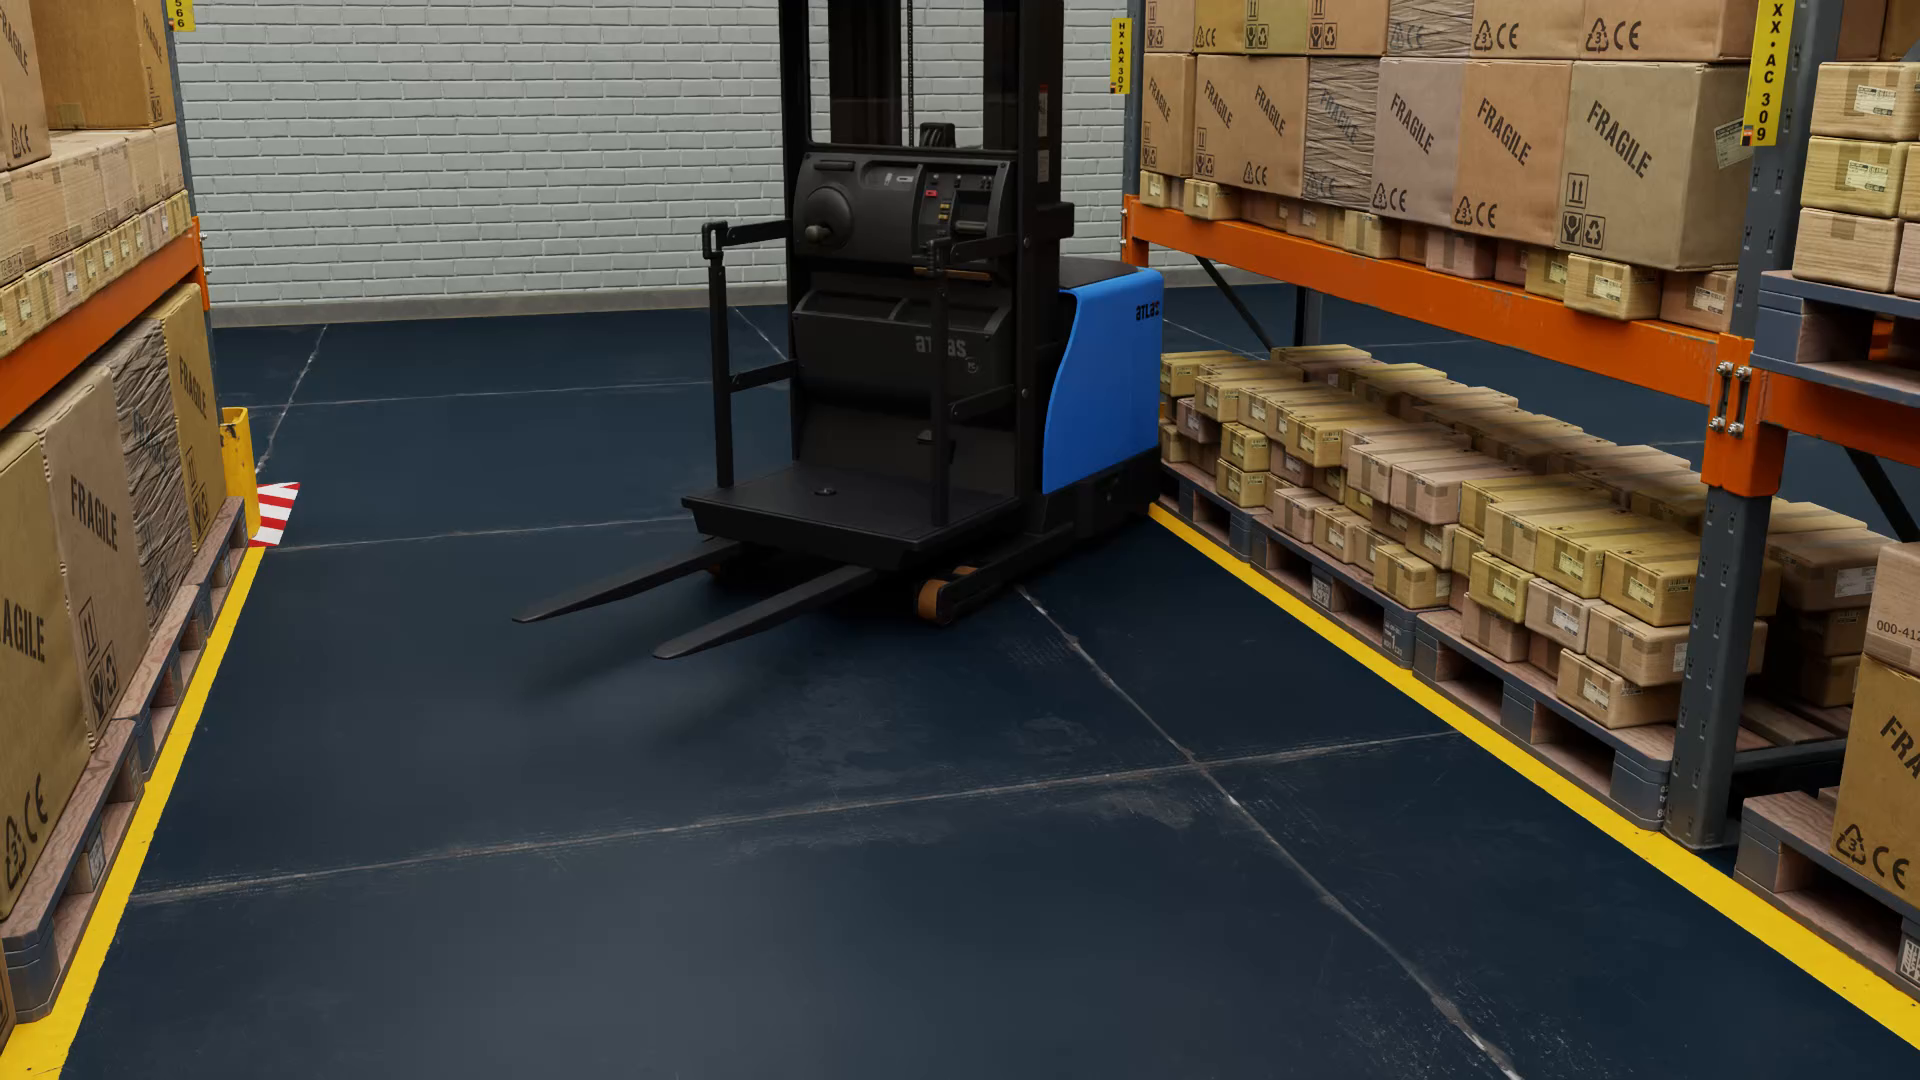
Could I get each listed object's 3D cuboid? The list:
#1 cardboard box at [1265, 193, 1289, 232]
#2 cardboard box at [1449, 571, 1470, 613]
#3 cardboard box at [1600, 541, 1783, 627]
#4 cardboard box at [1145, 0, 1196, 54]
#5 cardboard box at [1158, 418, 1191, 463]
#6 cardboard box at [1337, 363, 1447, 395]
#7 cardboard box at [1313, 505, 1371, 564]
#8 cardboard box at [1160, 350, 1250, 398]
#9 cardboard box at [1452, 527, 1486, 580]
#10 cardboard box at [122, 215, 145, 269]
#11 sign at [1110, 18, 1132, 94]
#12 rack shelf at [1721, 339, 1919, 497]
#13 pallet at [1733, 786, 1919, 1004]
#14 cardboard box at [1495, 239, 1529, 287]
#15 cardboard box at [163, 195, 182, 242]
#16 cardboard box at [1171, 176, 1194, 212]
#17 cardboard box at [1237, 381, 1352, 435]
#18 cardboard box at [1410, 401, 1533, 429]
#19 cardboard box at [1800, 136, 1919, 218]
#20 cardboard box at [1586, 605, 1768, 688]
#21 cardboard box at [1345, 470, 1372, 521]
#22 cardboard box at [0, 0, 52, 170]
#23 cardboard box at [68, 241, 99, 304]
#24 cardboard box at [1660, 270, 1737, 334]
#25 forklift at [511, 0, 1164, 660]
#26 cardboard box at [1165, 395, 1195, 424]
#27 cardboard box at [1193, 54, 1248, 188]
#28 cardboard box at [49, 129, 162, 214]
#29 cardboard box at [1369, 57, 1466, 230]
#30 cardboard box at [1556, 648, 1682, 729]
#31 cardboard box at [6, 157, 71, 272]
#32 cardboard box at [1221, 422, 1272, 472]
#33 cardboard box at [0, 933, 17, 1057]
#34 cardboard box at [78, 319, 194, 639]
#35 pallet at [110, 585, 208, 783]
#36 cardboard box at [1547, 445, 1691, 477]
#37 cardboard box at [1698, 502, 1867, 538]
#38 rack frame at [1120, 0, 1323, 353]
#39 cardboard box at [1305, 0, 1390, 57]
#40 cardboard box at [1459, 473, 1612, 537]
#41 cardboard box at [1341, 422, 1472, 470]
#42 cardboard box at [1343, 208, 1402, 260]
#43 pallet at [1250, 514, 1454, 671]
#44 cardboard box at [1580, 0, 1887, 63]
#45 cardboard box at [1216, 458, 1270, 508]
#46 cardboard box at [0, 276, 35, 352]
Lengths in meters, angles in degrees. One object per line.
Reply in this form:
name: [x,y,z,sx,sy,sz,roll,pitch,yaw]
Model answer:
cardboard box: [1.404,-1.273,6.414,0.380,0.149,0.250,-5,17,-16]
cardboard box: [1.827,0.167,5.407,0.380,0.149,0.250,-5,17,-17]
cardboard box: [1.996,0.115,4.547,0.380,0.149,0.250,-4,17,-14]
cardboard box: [1.112,-2.317,7.023,0.500,0.500,0.500,-5,17,-16]
cardboard box: [1.081,-0.458,7.490,0.380,0.149,0.250,-4,17,-14]
cardboard box: [1.841,-0.652,7.099,0.380,0.149,0.250,-5,17,-16]
cardboard box: [1.519,-0.032,6.069,0.380,0.149,0.250,-5,17,-15]
cardboard box: [1.062,-0.742,7.399,0.380,0.149,0.250,-6,18,-18]
cardboard box: [1.800,0.050,5.281,0.380,0.149,0.250,-5,17,-15]
cardboard box: [-2.856,-0.954,5.349,0.380,0.149,0.250,-5,17,-16]
sign: [0.723,-2.165,7.439,0.100,0.325,0.005,-5,17,-15]
rack shelf: [2.893,0.211,2.285,1.077,0.370,4.000,-5,17,-15]
pallet: [2.559,0.864,3.708,1.003,0.211,1.213,-5,17,-15]
cardboard box: [1.844,-0.845,4.987,0.380,0.149,0.250,-5,17,-17]
cardboard box: [-3.065,-1.164,6.050,0.380,0.149,0.250,-5,17,-15]
cardboard box: [1.128,-1.490,7.135,0.380,0.149,0.250,-4,17,-13]
cardboard box: [1.347,-0.533,6.705,0.380,0.149,0.250,-6,18,-18]
cardboard box: [1.944,-0.423,6.339,0.380,0.149,0.250,-5,18,-17]
cardboard box: [2.010,-0.764,3.473,0.380,0.149,0.250,-4,17,-14]
cardboard box: [1.951,0.273,4.537,0.380,0.149,0.250,-4,17,-14]
cardboard box: [1.624,-0.172,6.020,0.380,0.149,0.250,-4,17,-13]
cardboard box: [-2.614,-1.185,4.124,0.500,0.500,0.500,-5,18,-17]
cardboard box: [-2.645,-0.741,4.642,0.380,0.149,0.250,-5,17,-17]
cardboard box: [2.040,-0.627,4.261,0.380,0.149,0.250,-5,17,-16]
forklift: [-0.342,-1.252,6.025,1.130,2.935,3.031,11,20,31]
cardboard box: [1.141,-0.606,7.464,0.380,0.149,0.250,-4,17,-13]
cardboard box: [1.274,-1.691,6.677,0.500,0.500,0.500,-5,17,-15]
cardboard box: [-3.025,-1.246,5.630,0.500,0.250,0.500,-5,17,-16]
cardboard box: [1.662,-1.270,5.274,0.500,0.500,0.500,-5,17,-16]
cardboard box: [1.908,0.396,4.645,0.380,0.149,0.250,-4,17,-15]
cardboard box: [-2.610,-0.824,4.226,0.500,0.250,0.500,-4,17,-14]
cardboard box: [1.281,-0.385,6.730,0.380,0.149,0.250,-4,17,-14]
cardboard box: [-2.258,0.670,2.472,1.225,0.875,0.875,-5,17,-15]
cardboard box: [-3.050,-0.190,5.333,0.875,0.875,0.875,-5,17,-15]
pallet: [-2.926,0.459,5.059,1.003,0.211,1.213,-5,17,-15]
cardboard box: [2.228,-0.213,5.639,0.380,0.149,0.250,-4,17,-14]
cardboard box: [2.429,0.000,4.929,0.380,0.149,0.250,-4,17,-13]
rack frame: [1.244,-1.793,7.707,1.000,3.000,0.127,-5,17,-15]
cardboard box: [1.522,-1.892,5.606,0.500,0.500,0.500,-5,18,-17]
cardboard box: [1.816,-0.099,5.258,0.380,0.149,0.250,-4,17,-13]
cardboard box: [1.603,-0.317,5.986,0.380,0.149,0.250,-5,17,-15]
cardboard box: [1.541,-1.053,5.682,0.380,0.149,0.250,-4,17,-14]
pallet: [1.786,0.128,6.159,1.003,0.211,1.213,-5,17,-15]
cardboard box: [1.954,-1.464,4.184,0.500,0.500,0.500,-5,18,-17]
cardboard box: [1.271,-0.245,6.779,0.380,0.149,0.250,-4,17,-15]
cardboard box: [-2.434,-0.528,3.933,0.380,0.149,0.250,-5,17,-17]
